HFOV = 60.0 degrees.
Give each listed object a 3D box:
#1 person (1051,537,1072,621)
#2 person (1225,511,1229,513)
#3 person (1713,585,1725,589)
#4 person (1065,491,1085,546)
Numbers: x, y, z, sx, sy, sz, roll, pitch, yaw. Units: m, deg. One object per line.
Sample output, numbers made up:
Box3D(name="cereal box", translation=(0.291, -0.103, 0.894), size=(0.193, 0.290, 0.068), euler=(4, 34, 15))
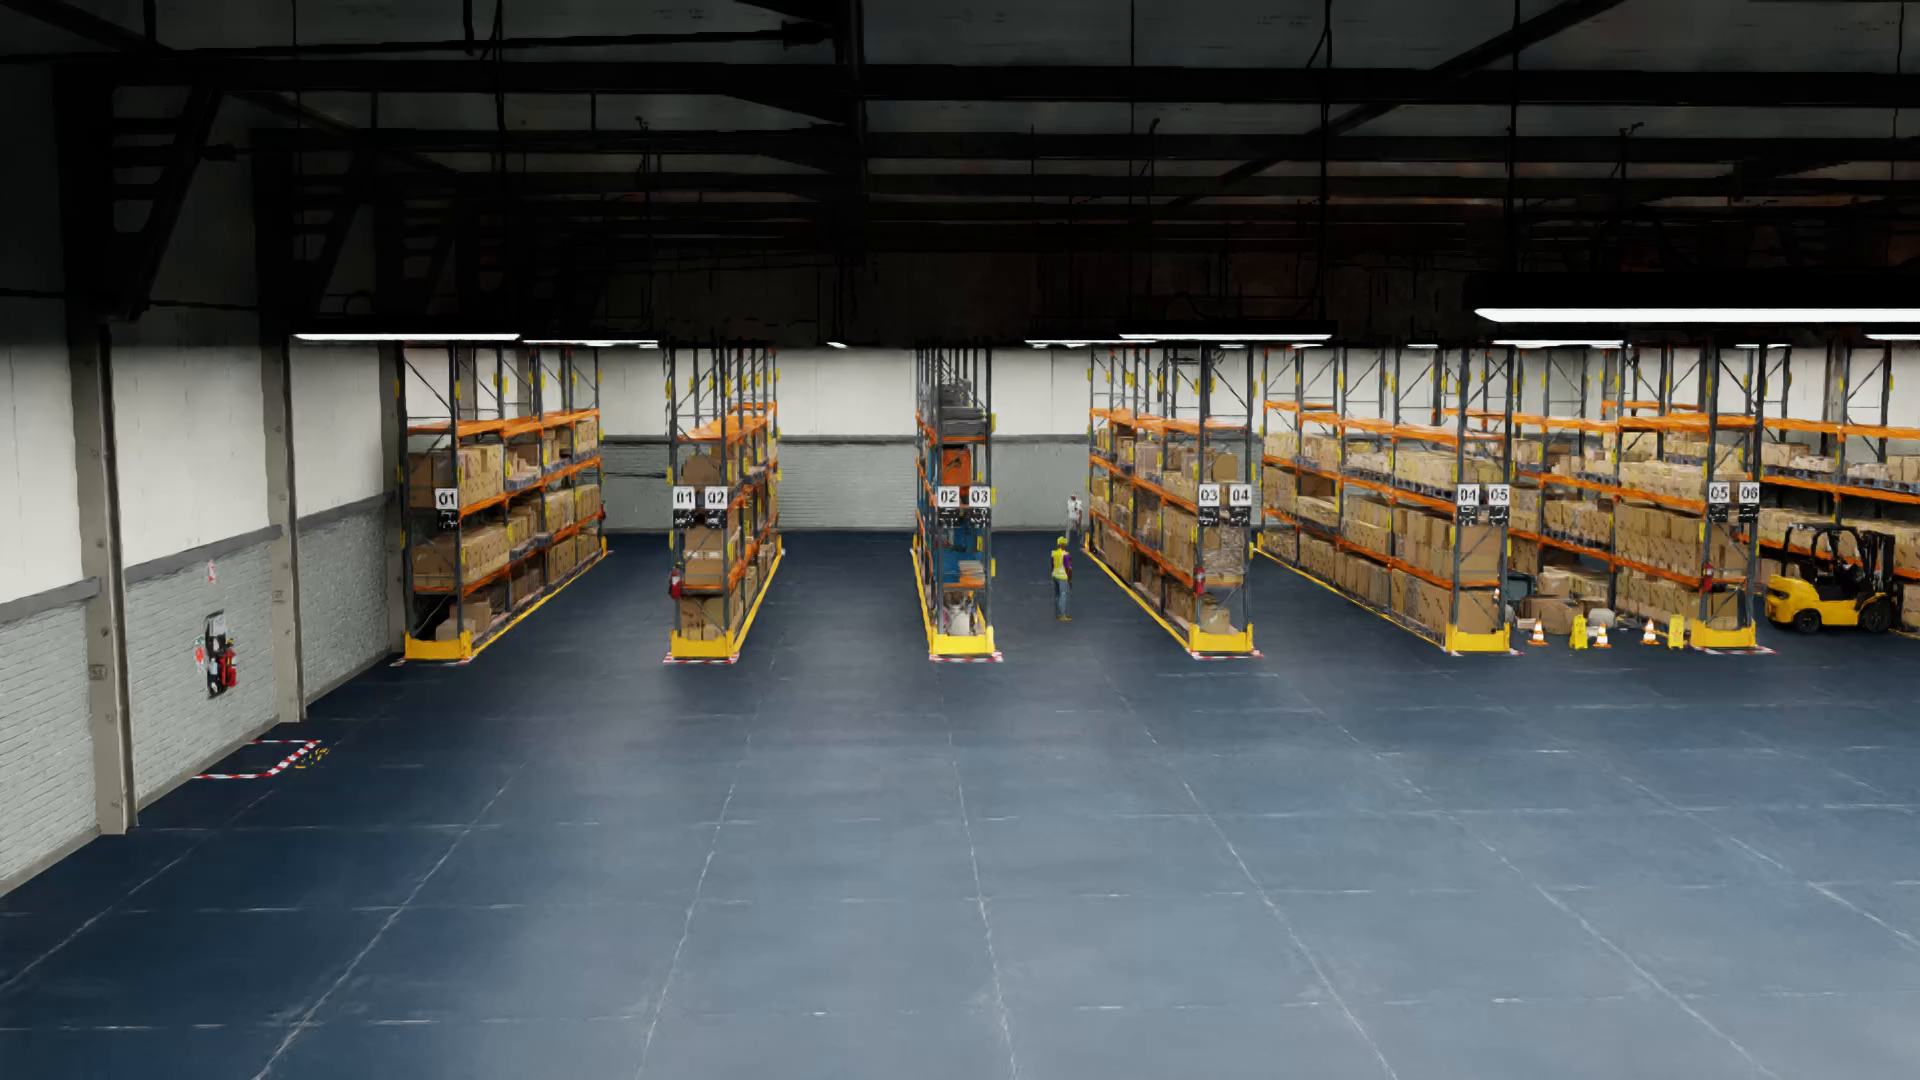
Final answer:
Box3D(name="person", translation=(2.206, 0.809, 35.416), size=(0.456, 1.768, 0.628), euler=(-4, 8, -31))
Box3D(name="person", translation=(7.165, -0.422, 46.586), size=(0.729, 1.733, 0.546), euler=(0, 7, -4))
Box3D(name="person", translation=(16.253, 0.840, 35.758), size=(0.474, 1.651, 0.523), euler=(4, 7, 28))
Box3D(name="person", translation=(3.355, -0.644, 48.916), size=(0.494, 1.624, 0.916), euler=(3, 7, 25))
